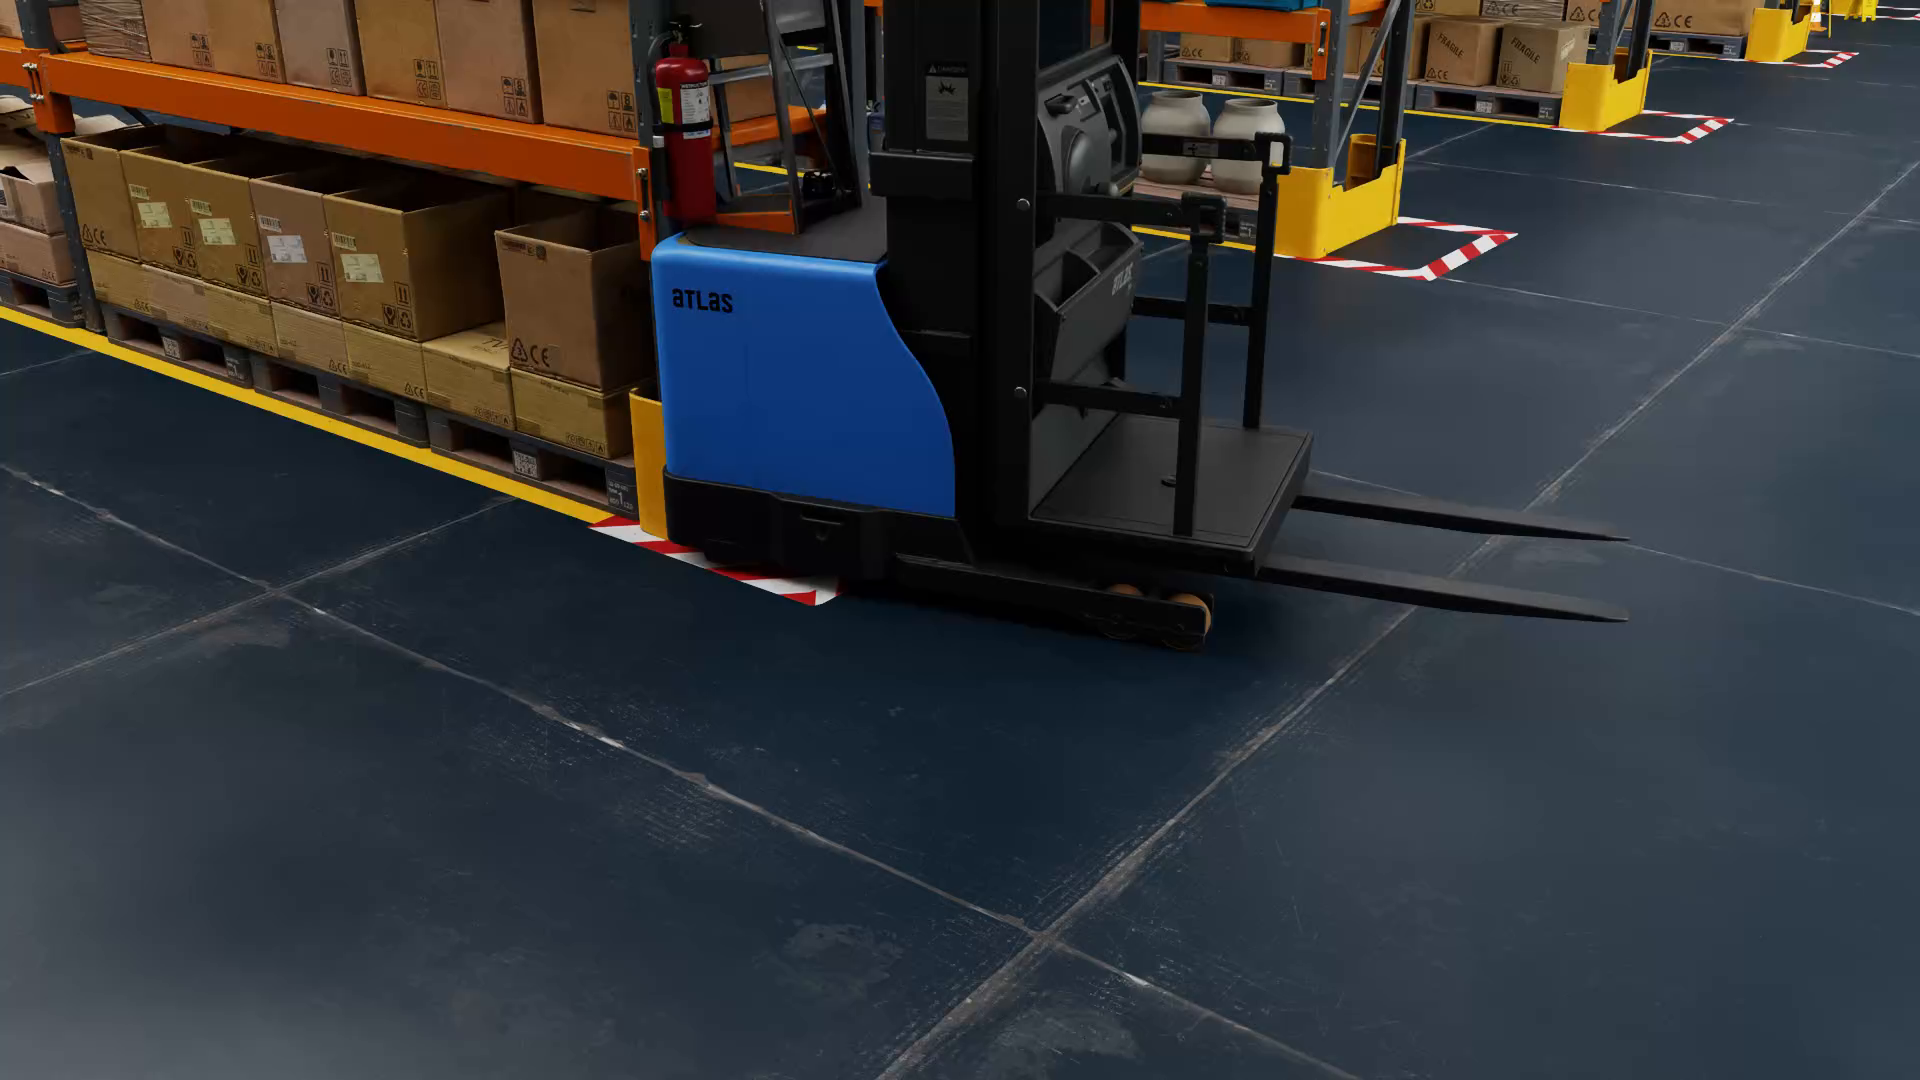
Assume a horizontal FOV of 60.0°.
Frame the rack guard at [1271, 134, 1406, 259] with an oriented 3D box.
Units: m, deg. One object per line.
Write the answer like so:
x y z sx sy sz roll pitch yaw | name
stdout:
2.203 -2.024 9.723 0.348 0.500 1.175 17 29 33 | rack guard

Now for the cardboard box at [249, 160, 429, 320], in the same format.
-2.498 -1.236 6.795 0.500 0.500 0.500 17 29 33 | cardboard box

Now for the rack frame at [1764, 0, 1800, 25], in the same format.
8.318 -6.338 16.415 0.127 3.000 1.000 17 29 33 | rack frame

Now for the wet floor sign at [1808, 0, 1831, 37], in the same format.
9.529 -5.893 18.324 0.232 0.644 0.267 12 26 24 | wet floor sign

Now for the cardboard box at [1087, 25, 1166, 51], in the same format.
1.583 -4.942 15.802 0.500 0.500 0.700 14 28 29 | cardboard box

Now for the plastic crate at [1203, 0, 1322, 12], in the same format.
1.712 -3.121 9.297 0.616 0.251 0.499 17 29 33 | plastic crate

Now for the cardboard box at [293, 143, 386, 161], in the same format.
-2.585 -1.525 7.451 0.500 0.500 0.500 17 29 33 | cardboard box

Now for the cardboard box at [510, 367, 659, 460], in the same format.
-1.288 -0.535 6.134 0.500 0.250 0.500 17 29 33 | cardboard box

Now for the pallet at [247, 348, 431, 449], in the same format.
-2.291 -0.758 7.208 1.213 0.211 1.003 17 29 33 | pallet

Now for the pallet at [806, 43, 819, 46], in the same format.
-1.725 -5.636 18.279 1.213 0.211 1.003 17 29 33 | pallet

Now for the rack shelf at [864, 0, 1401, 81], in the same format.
0.692 -3.319 10.454 4.000 0.370 1.077 17 29 33 | rack shelf

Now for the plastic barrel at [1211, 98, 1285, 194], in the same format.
1.720 -2.352 9.934 0.421 0.512 0.421 0 24 0 | plastic barrel

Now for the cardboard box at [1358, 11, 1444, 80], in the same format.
3.784 -4.258 14.273 0.500 0.500 0.500 20 31 38 | cardboard box

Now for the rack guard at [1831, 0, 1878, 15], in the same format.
11.145 -6.834 20.641 0.348 0.500 1.175 17 29 33 | rack guard

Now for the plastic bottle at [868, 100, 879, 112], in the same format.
-0.578 -2.837 11.291 0.133 0.283 0.061 17 29 33 | plastic bottle

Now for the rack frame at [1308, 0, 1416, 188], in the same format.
2.292 -3.164 9.211 0.127 3.000 1.000 17 29 33 | rack frame

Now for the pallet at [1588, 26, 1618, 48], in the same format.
6.659 -5.525 18.029 1.213 0.211 1.003 17 29 33 | pallet

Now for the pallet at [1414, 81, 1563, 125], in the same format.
4.573 -3.712 13.914 1.213 0.211 1.003 17 29 33 | pallet

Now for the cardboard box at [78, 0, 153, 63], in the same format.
-3.524 -2.475 7.523 0.500 0.500 0.700 16 28 32 | cardboard box

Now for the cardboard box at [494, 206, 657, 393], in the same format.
-1.289 -0.878 5.981 0.500 0.500 0.500 17 29 33 | cardboard box

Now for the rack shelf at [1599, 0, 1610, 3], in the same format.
3.662 -4.917 14.081 4.000 0.370 1.077 17 29 33 | rack shelf

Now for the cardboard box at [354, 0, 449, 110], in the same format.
-1.865 -1.977 6.393 0.500 0.500 0.700 17 29 34 | cardboard box

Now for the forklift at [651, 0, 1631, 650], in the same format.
0.584 -1.253 4.958 3.031 2.935 1.130 9 25 19 | forklift

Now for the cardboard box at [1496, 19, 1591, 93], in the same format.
4.773 -3.967 13.613 0.500 0.500 0.500 -20 31 -38 | cardboard box

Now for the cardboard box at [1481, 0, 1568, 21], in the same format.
6.302 -6.134 18.066 0.875 0.875 0.875 17 29 34 | cardboard box

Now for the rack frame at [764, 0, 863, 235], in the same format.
-0.402 -0.894 5.412 0.015 2.100 0.400 4 22 27 | rack frame

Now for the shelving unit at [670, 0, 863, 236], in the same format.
-0.619 -0.908 5.523 0.503 2.100 0.431 4 22 27 | shelving unit

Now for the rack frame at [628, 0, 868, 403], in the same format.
-0.682 -1.567 5.586 0.127 3.000 1.000 17 29 33 | rack frame

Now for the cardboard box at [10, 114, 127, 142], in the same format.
-4.876 -2.153 9.109 0.500 0.311 0.500 16 28 32 | cardboard box

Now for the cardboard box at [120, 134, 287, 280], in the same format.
-3.294 -1.480 7.348 0.500 0.500 0.500 17 29 33 | cardboard box

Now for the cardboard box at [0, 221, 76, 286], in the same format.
-4.388 -1.475 8.267 0.500 0.250 0.500 16 29 33 | cardboard box

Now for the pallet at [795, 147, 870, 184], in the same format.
-0.396 -2.680 11.570 1.213 0.211 1.003 17 29 33 | pallet

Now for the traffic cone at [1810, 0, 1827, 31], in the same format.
9.695 -6.046 18.899 0.334 0.463 0.336 17 29 33 | traffic cone

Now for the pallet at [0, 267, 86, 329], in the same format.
-4.495 -1.424 8.720 1.213 0.211 1.003 17 29 33 | pallet

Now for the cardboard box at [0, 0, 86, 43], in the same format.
-4.303 -2.571 8.050 0.500 0.250 0.500 19 30 36 | cardboard box

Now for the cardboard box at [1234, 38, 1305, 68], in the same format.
2.821 -4.532 14.895 0.500 0.500 0.500 -16 28 -31 | cardboard box

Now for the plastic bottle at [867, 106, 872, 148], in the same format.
-0.641 -2.799 11.214 0.135 0.276 0.152 18 30 35 | plastic bottle

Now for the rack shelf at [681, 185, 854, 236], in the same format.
-0.617 -0.895 5.528 0.480 0.518 0.431 4 22 27 | rack shelf

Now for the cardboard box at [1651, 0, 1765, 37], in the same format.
7.736 -5.701 17.082 0.875 0.875 0.875 17 29 34 | cardboard box

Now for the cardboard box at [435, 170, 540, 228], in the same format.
-1.786 -1.283 6.900 0.500 0.500 0.500 17 29 33 | cardboard box

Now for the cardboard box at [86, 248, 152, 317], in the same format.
-3.693 -1.258 7.775 0.500 0.250 0.500 17 29 33 | cardboard box

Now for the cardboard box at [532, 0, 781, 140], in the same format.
-1.048 -1.730 5.832 0.500 0.500 0.700 17 29 33 | cardboard box

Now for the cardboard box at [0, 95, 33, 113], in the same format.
-5.694 -2.398 9.667 0.500 0.311 0.500 17 29 33 | cardboard box

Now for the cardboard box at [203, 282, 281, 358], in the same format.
-2.899 -1.013 7.219 0.500 0.250 0.500 17 29 33 | cardboard box

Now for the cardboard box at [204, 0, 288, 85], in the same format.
-2.699 -2.227 6.960 0.500 0.500 0.700 17 29 34 | cardboard box

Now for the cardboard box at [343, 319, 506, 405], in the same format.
-2.096 -0.773 6.673 0.500 0.250 0.500 17 29 33 | cardboard box

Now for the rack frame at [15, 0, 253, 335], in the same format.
-3.882 -2.534 7.782 0.127 3.000 1.000 17 29 33 | rack frame

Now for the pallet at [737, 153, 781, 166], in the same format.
-1.560 -3.033 12.372 1.213 0.211 1.003 17 29 33 | pallet

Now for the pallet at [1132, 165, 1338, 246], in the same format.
1.556 -2.090 10.231 1.213 0.211 1.003 17 29 33 | pallet

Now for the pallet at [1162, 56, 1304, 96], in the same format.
2.620 -4.303 15.253 1.213 0.211 1.003 17 29 33 | pallet

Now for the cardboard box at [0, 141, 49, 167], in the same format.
-4.799 -1.854 8.432 0.500 0.311 0.500 18 29 35 | cardboard box
